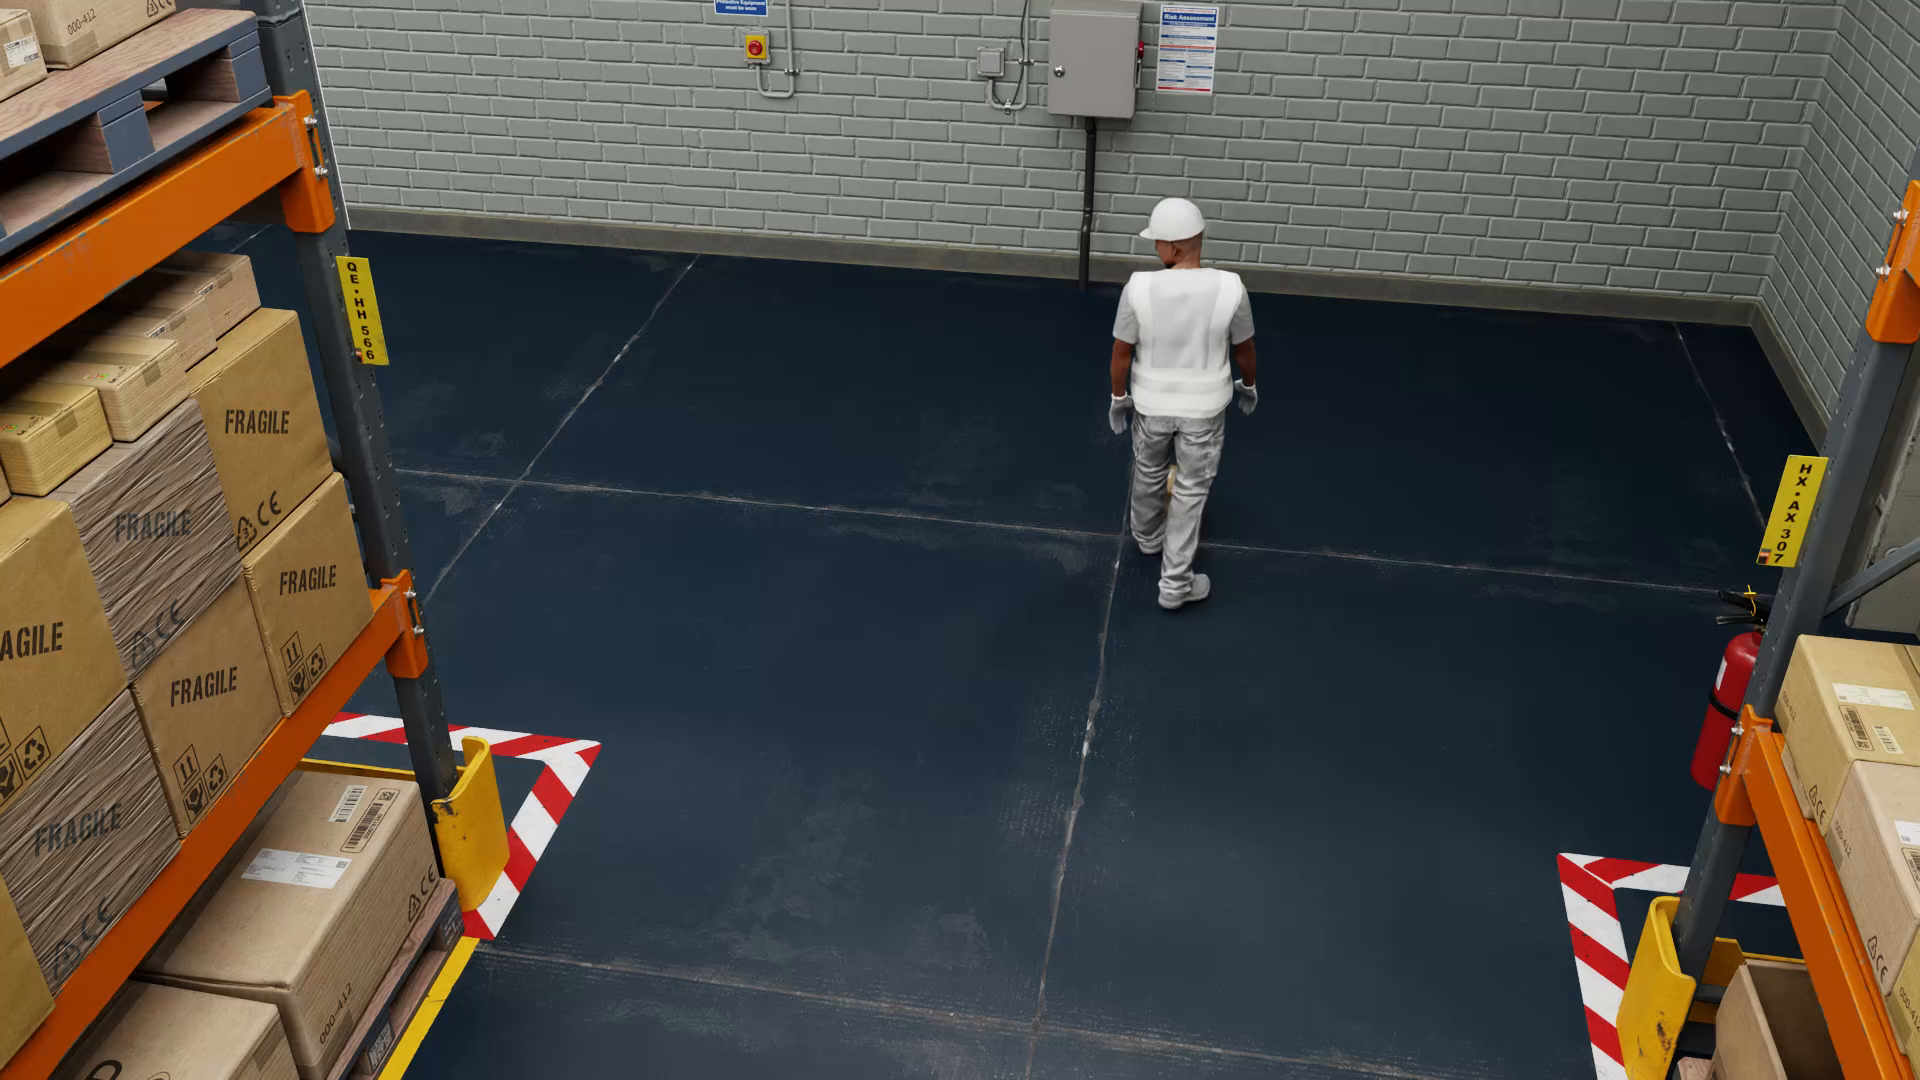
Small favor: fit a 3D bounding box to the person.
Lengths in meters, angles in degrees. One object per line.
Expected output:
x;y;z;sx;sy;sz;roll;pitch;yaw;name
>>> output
0.956;-0.617;7.087;0.597;1.771;0.779;9;33;14;person
